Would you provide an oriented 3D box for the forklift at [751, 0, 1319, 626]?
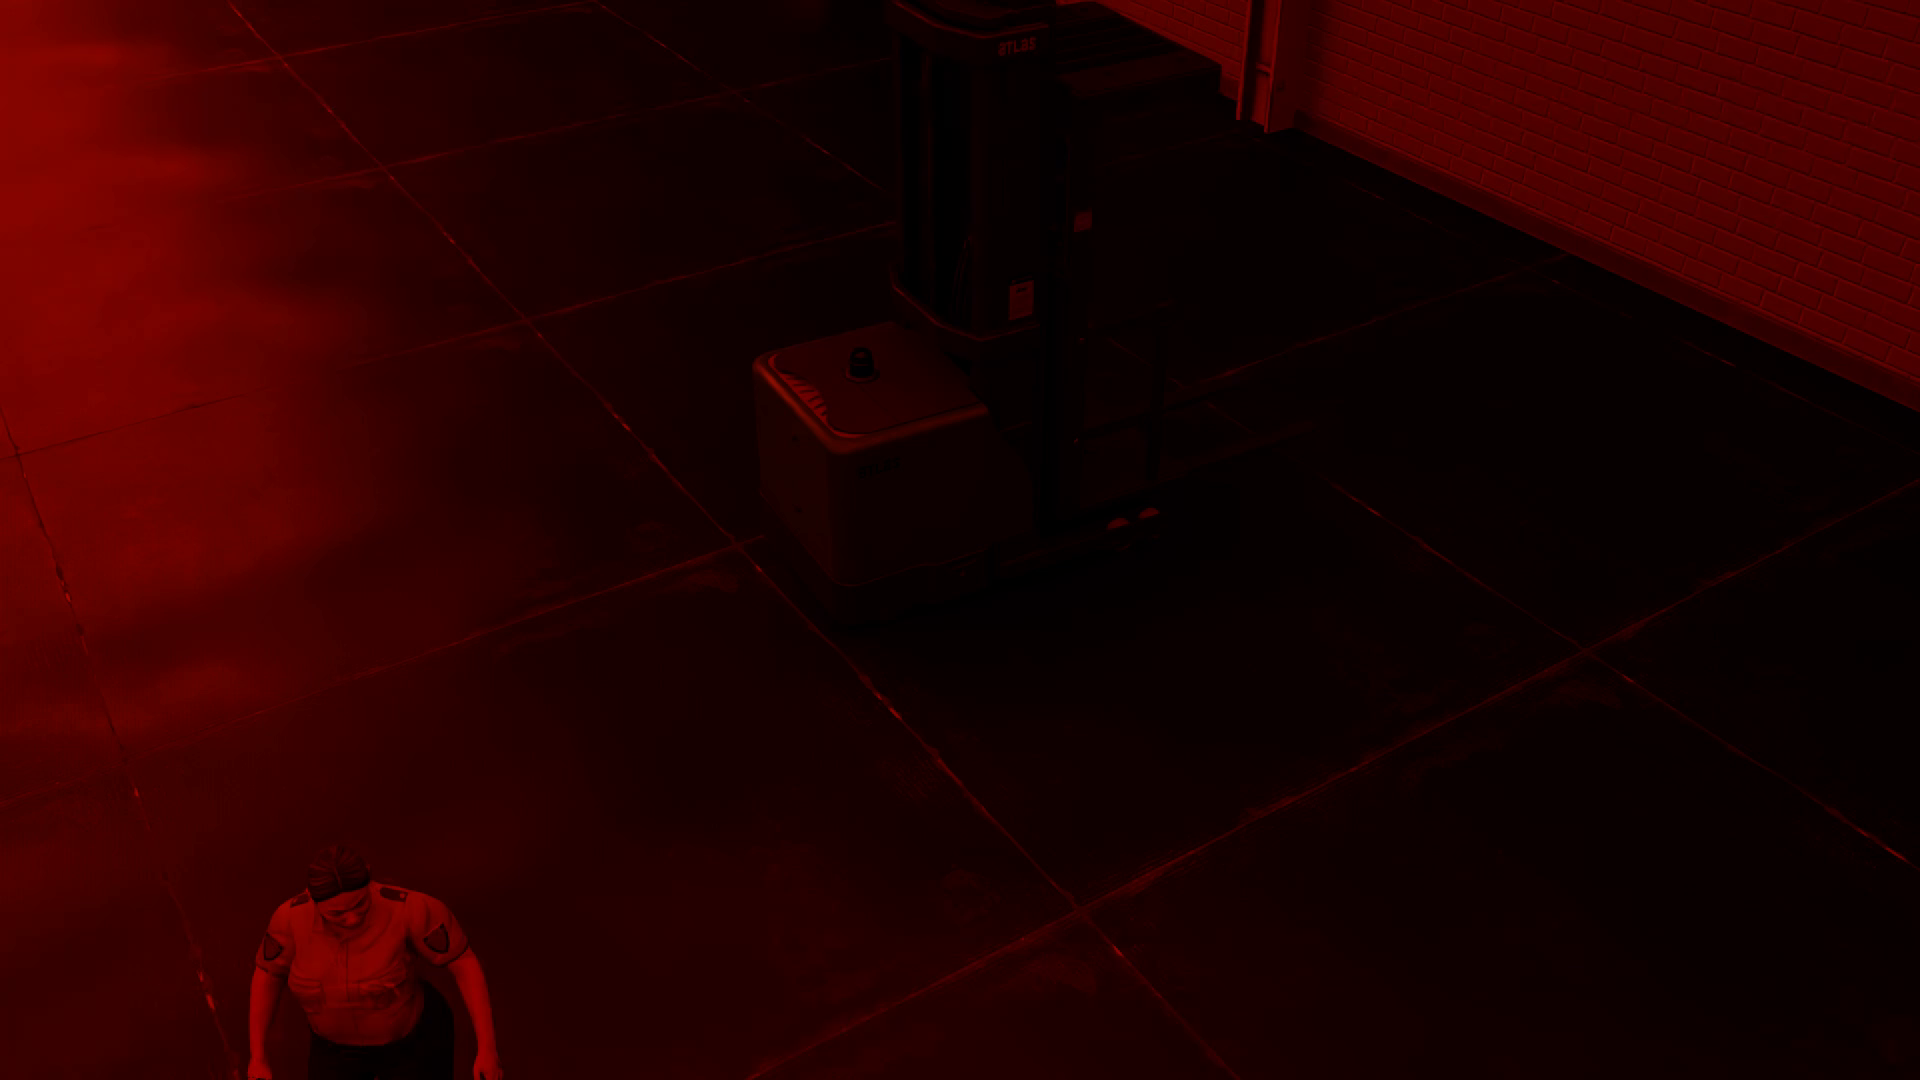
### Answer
[{"bbox_3d":[0.507,-1.393,8.130,3.031,2.935,1.130,-18,39,-23],"label":"forklift"}]

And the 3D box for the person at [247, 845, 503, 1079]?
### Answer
[{"bbox_3d":[-1.743,1.584,5.067,0.785,1.660,0.463,2,35,4],"label":"person"}]
